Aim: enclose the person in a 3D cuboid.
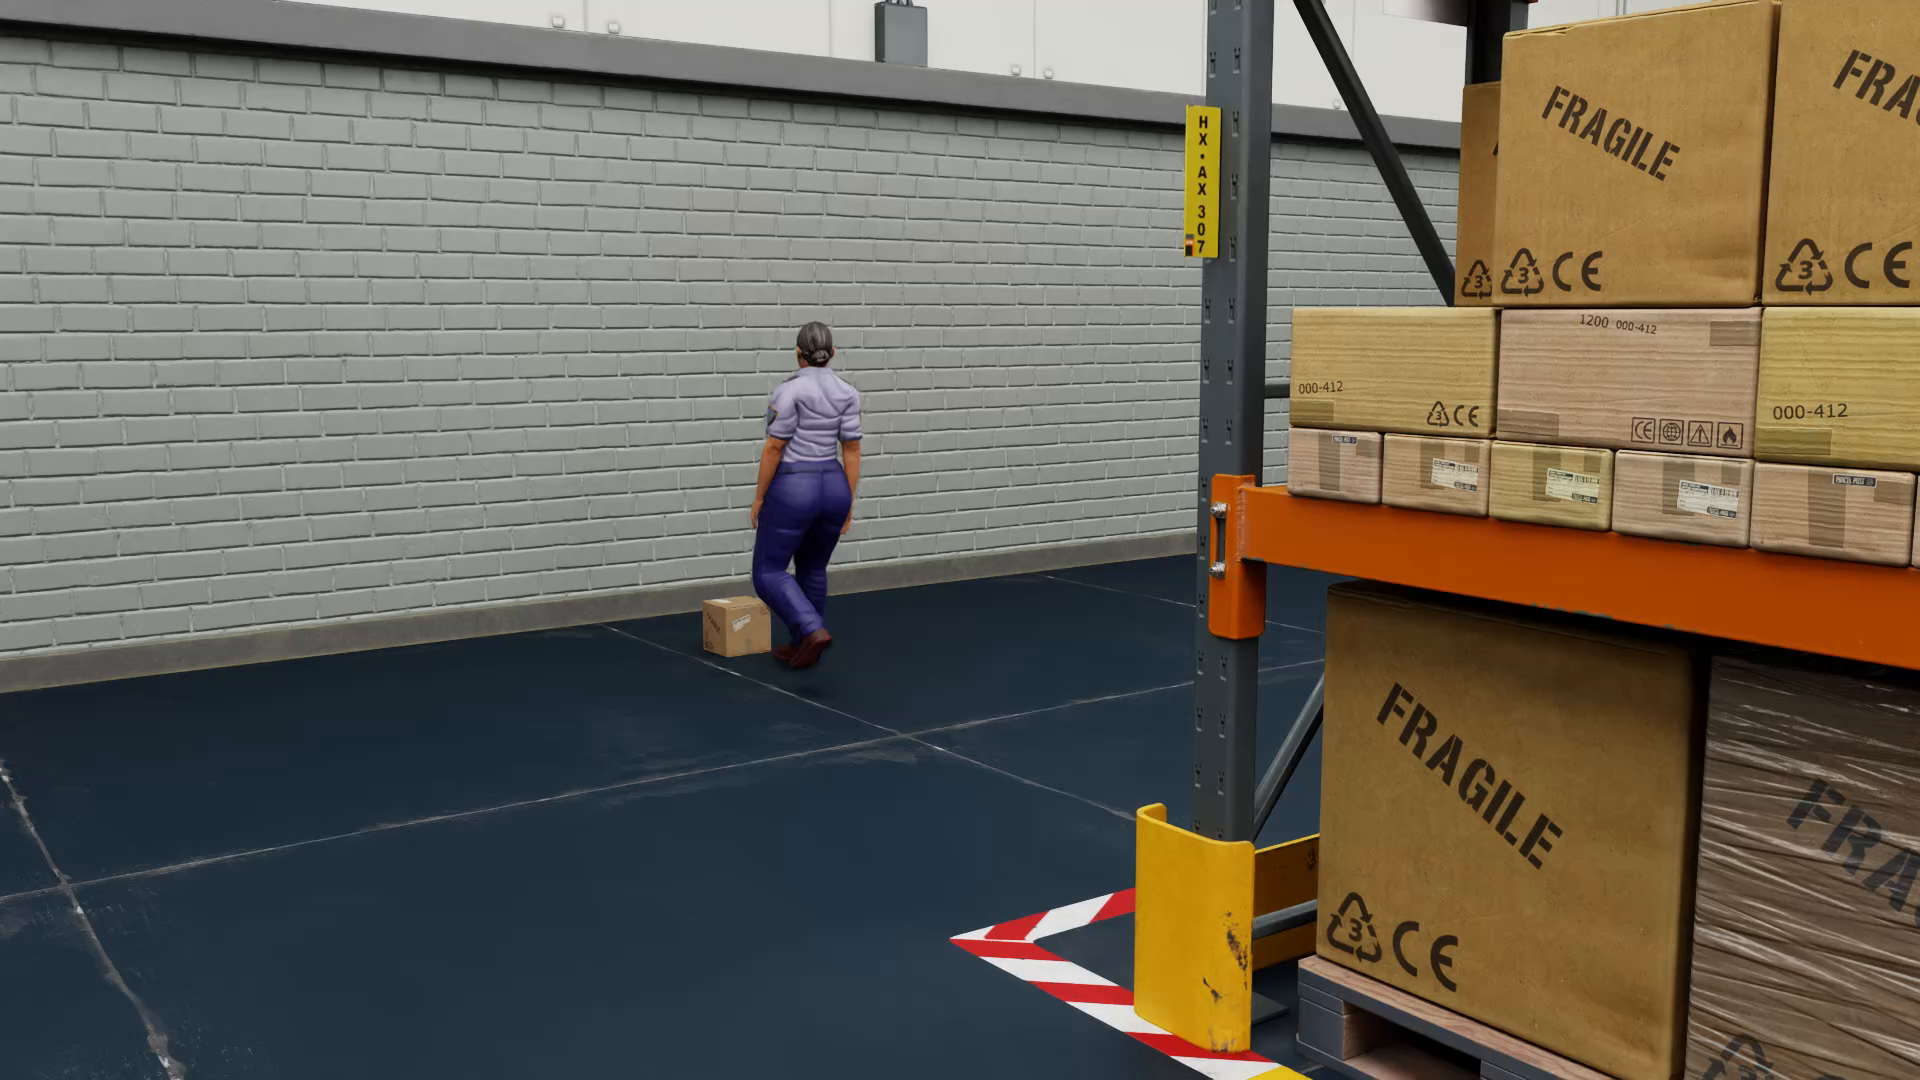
[{"bbox_3d":[-0.728,-0.188,7.658,0.483,1.615,0.756,-7,10,-41],"label":"person"}]
